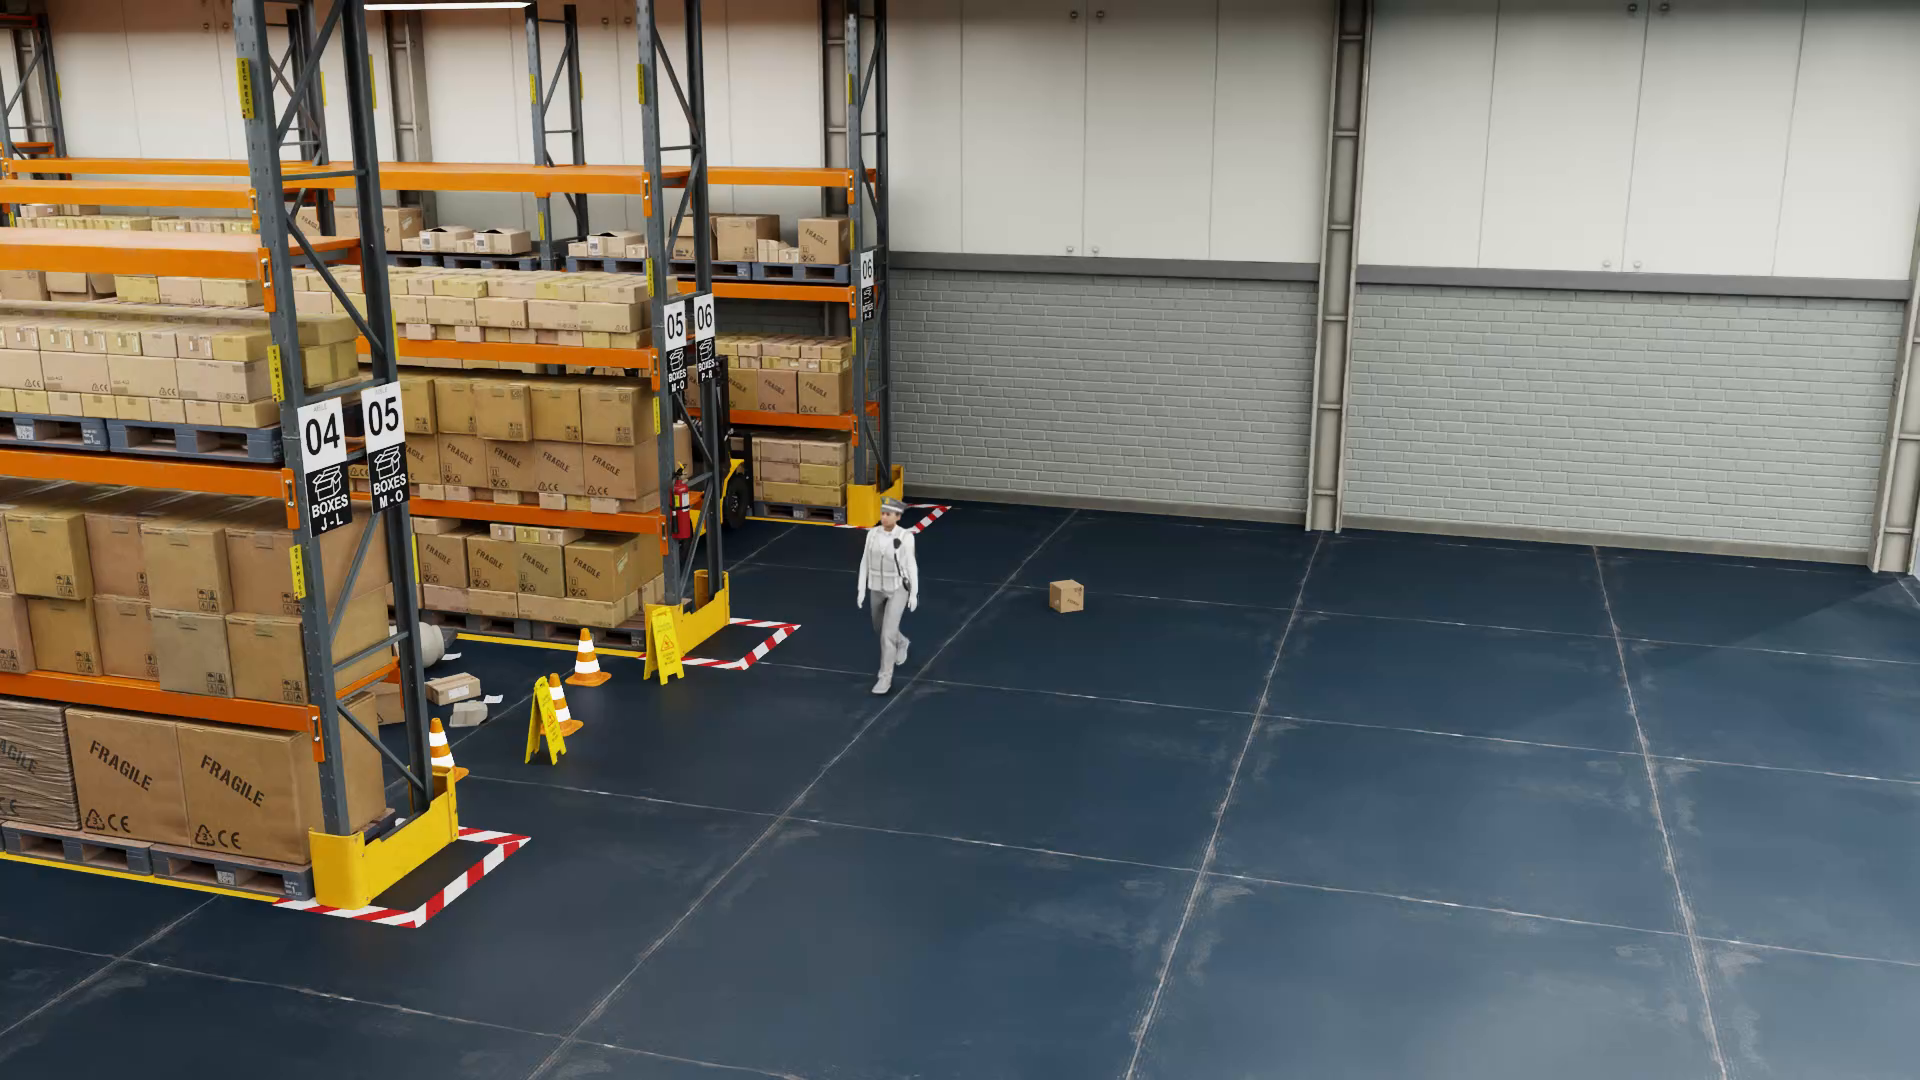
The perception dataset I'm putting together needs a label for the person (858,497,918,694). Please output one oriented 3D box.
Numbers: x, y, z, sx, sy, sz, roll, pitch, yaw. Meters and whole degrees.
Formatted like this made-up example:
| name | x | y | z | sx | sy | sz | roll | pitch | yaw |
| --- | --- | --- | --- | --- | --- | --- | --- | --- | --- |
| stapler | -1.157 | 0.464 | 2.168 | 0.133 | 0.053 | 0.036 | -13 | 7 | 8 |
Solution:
| name | x | y | z | sx | sy | sz | roll | pitch | yaw |
| --- | --- | --- | --- | --- | --- | --- | --- | --- | --- |
| person | -0.613 | 0.412 | 14.338 | 0.502 | 1.654 | 0.873 | 7 | 17 | 24 |
